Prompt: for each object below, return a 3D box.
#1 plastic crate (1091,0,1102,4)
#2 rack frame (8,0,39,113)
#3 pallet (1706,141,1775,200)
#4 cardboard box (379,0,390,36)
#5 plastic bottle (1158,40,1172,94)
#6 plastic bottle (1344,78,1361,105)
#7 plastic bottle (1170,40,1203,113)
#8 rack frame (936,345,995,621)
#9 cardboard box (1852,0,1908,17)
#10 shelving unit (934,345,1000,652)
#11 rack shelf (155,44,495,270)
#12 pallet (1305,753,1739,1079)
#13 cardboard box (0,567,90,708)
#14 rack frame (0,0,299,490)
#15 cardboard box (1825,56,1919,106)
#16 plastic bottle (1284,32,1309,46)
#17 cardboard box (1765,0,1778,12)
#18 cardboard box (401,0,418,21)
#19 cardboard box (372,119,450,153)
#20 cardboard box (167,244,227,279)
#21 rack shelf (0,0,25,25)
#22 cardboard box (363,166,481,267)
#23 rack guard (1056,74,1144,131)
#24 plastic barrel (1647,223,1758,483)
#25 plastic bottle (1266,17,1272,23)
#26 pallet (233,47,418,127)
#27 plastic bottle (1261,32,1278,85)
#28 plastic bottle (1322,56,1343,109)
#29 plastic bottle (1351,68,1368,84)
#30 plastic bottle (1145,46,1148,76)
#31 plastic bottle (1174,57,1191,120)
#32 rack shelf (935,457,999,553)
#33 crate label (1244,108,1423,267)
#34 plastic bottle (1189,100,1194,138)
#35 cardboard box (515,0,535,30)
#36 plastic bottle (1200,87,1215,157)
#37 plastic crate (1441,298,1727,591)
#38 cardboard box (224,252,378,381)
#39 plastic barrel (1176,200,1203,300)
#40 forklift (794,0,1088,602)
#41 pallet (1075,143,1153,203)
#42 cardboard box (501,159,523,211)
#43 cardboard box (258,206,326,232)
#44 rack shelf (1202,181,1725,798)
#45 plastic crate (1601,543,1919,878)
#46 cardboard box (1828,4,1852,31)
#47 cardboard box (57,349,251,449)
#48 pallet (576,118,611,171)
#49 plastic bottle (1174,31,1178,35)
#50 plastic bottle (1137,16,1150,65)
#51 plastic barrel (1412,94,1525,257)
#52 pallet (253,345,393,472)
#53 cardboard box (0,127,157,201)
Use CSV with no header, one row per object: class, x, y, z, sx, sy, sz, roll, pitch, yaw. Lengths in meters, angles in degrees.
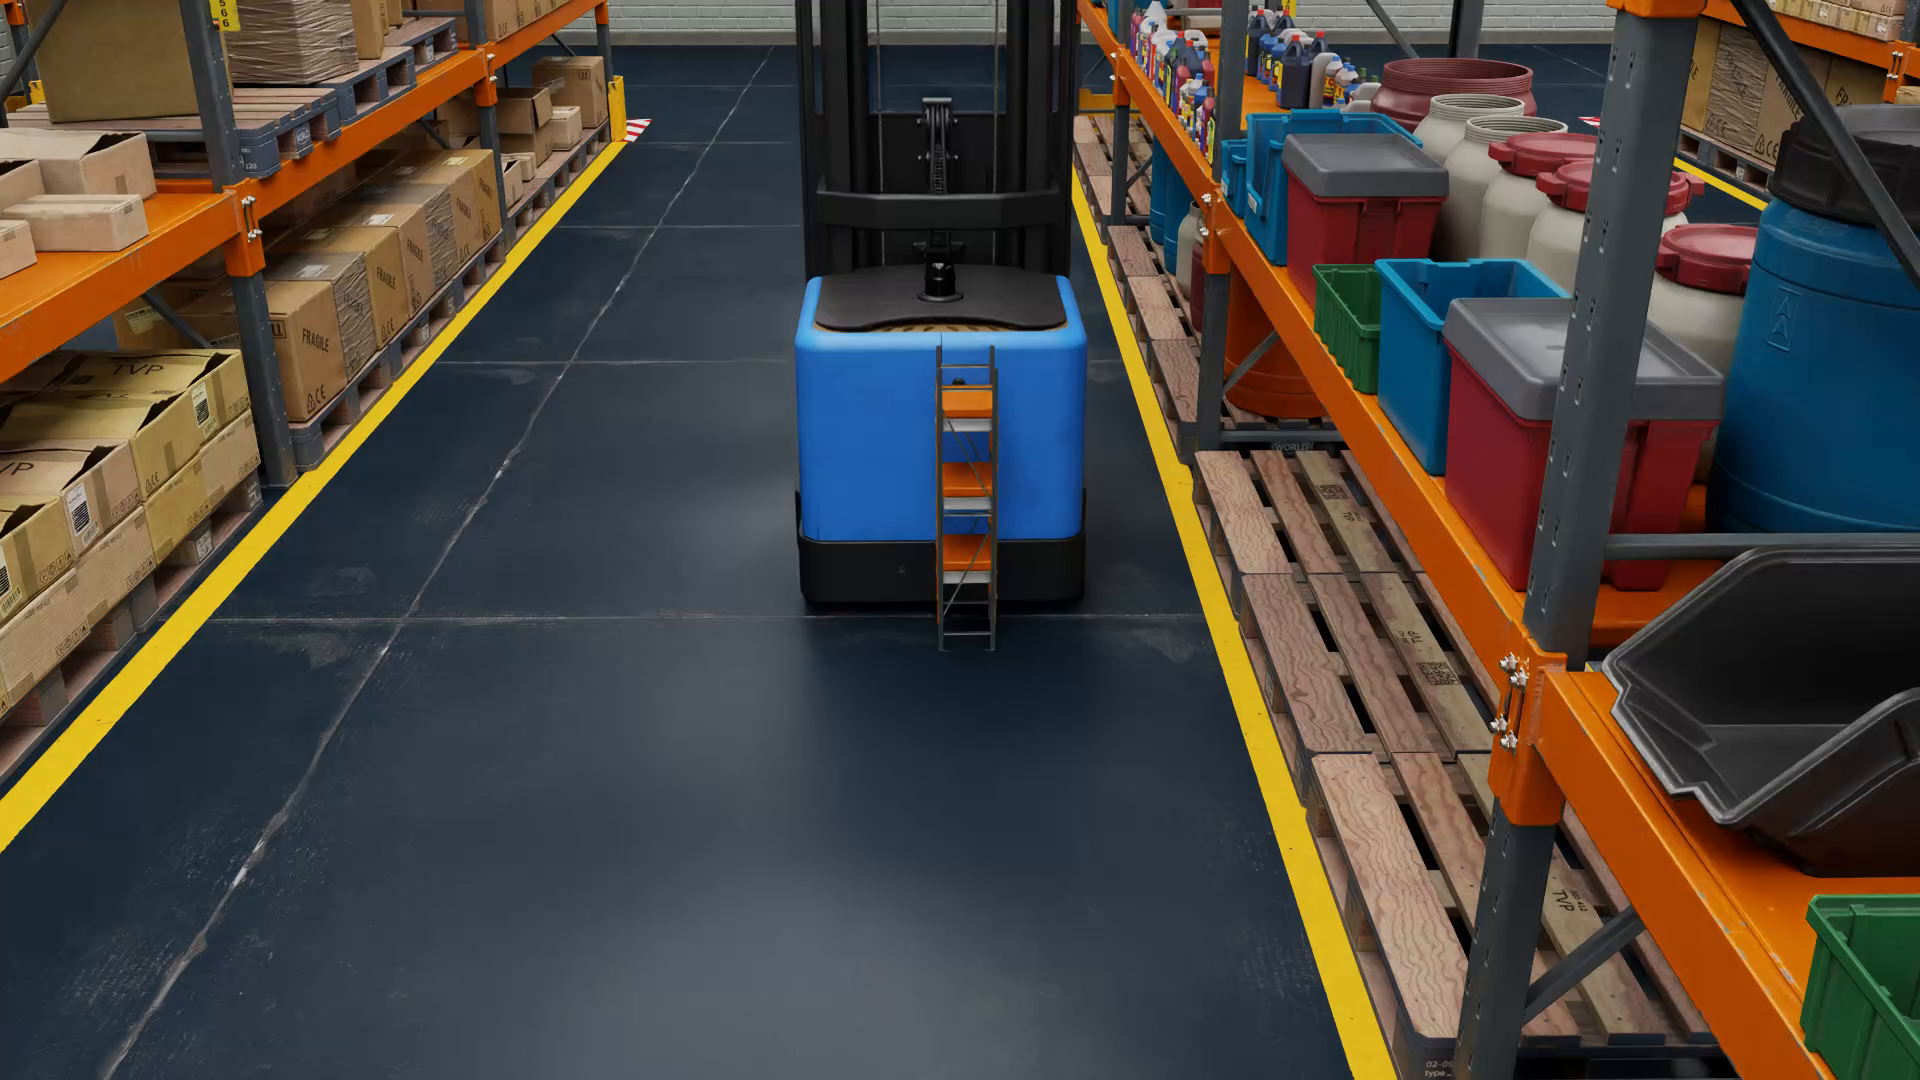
plastic crate,1.137,-4.108,12.323,0.416,0.233,0.300,0,24,-1
rack frame,-8.460,-4.881,13.903,1.000,3.000,0.127,0,24,-1
pallet,6.496,-2.847,12.789,1.003,0.211,1.213,0,24,-1
cardboard box,-3.611,-3.015,9.145,0.700,0.500,0.500,4,25,8
plastic bottle,1.100,-2.502,8.797,0.097,0.271,0.097,0,24,0
plastic bottle,1.812,-1.989,7.664,0.097,0.271,0.097,0,24,0
plastic bottle,1.130,-2.309,8.274,0.144,0.351,0.185,0,24,-1
rack frame,0.018,-0.184,5.884,0.200,1.050,0.008,-1,24,-1
cardboard box,6.175,-3.548,10.776,0.500,0.250,0.500,-1,24,-2
shelving unit,0.021,-0.134,5.773,0.215,1.050,0.252,-1,24,-1
rack shelf,-3.442,-2.105,8.638,1.077,0.370,4.000,0,24,-1
pallet,1.530,0.966,4.358,1.003,0.211,1.213,0,24,-1
cardboard box,-3.150,0.300,5.274,0.500,0.250,0.500,0,24,0
rack frame,-3.420,-1.609,6.667,1.000,3.000,0.127,0,24,-1
cardboard box,6.515,-2.796,11.360,0.875,0.875,0.875,0,24,-1
plastic bottle,1.828,-2.647,9.112,0.152,0.276,0.135,0,24,-1
cardboard box,6.095,-3.944,12.136,0.380,0.149,0.250,0,24,0
cardboard box,-3.725,-3.507,10.744,0.500,0.500,0.500,0,24,0
cardboard box,-3.753,-2.552,11.252,0.500,0.500,0.500,0,24,-1
cardboard box,-3.669,-1.420,7.838,0.500,0.250,0.500,1,24,1
rack shelf,-8.439,-3.730,12.229,1.077,0.370,4.000,0,24,-1
cardboard box,-3.174,-1.913,9.839,0.500,0.500,0.500,0,24,0
rack guard,1.433,-3.797,14.539,1.175,0.500,0.348,0,24,-1
plastic barrel,1.786,-0.438,3.914,0.433,0.535,0.433,0,24,0
plastic bottle,1.821,-2.910,9.694,0.152,0.276,0.135,0,24,-1
pallet,-3.446,-2.323,8.478,1.003,0.211,1.213,0,24,-1
plastic bottle,1.704,-2.636,9.095,0.097,0.271,0.097,0,24,0
plastic bottle,1.865,-2.274,8.295,0.097,0.271,0.097,0,24,0
plastic bottle,1.888,-2.097,7.889,0.061,0.283,0.133,0,24,-1
plastic bottle,1.094,-2.716,9.356,0.097,0.201,0.097,0,24,0
plastic bottle,1.090,-2.212,8.143,0.061,0.283,0.133,0,24,-1
rack shelf,0.021,-0.125,5.777,0.215,0.259,0.240,-1,24,-1
crate label,1.274,-1.235,5.798,0.502,0.435,0.616,0,24,-1
plastic bottle,1.114,-1.967,7.700,0.097,0.201,0.097,0,24,0
cardboard box,-3.205,-3.725,11.224,0.500,0.500,0.500,0,24,0
plastic bottle,1.100,-1.836,7.312,0.061,0.283,0.133,0,24,-1
plastic crate,1.266,-0.209,3.494,0.402,0.464,0.583,0,24,-1
cardboard box,-3.150,-1.075,7.986,0.500,0.500,0.500,-1,24,-2
plastic barrel,1.403,-1.586,9.127,0.421,0.512,0.421,0,24,0
forklift,-0.098,-1.669,6.884,1.130,2.935,3.031,-1,24,-1
pallet,1.427,-2.814,12.716,1.003,0.211,1.213,0,24,-1
cardboard box,-3.252,-2.406,11.159,0.500,0.311,0.500,0,24,-1
cardboard box,-3.682,-1.484,8.891,0.500,0.500,0.500,-1,24,-3
rack shelf,1.555,-0.478,5.039,1.077,0.370,4.000,0,24,-1
plastic crate,1.456,0.263,2.603,0.767,0.338,0.504,0,24,-1
cardboard box,6.106,-3.522,11.201,0.380,0.149,0.250,-1,24,-1
cardboard box,-3.168,-0.588,6.557,0.500,0.311,0.500,0,24,1
pallet,-3.497,-3.275,13.735,1.003,0.211,1.213,0,24,-1
plastic bottle,1.242,-2.852,9.658,0.097,0.201,0.097,0,24,0
plastic bottle,1.089,-2.924,9.730,0.097,0.271,0.097,0,24,0
plastic barrel,1.758,-1.258,5.755,0.421,0.512,0.421,0,24,0
pallet,-3.390,-0.646,7.922,1.003,0.211,1.213,0,24,-1
cardboard box,-3.459,-1.418,6.354,0.500,0.311,0.500,1,24,3
